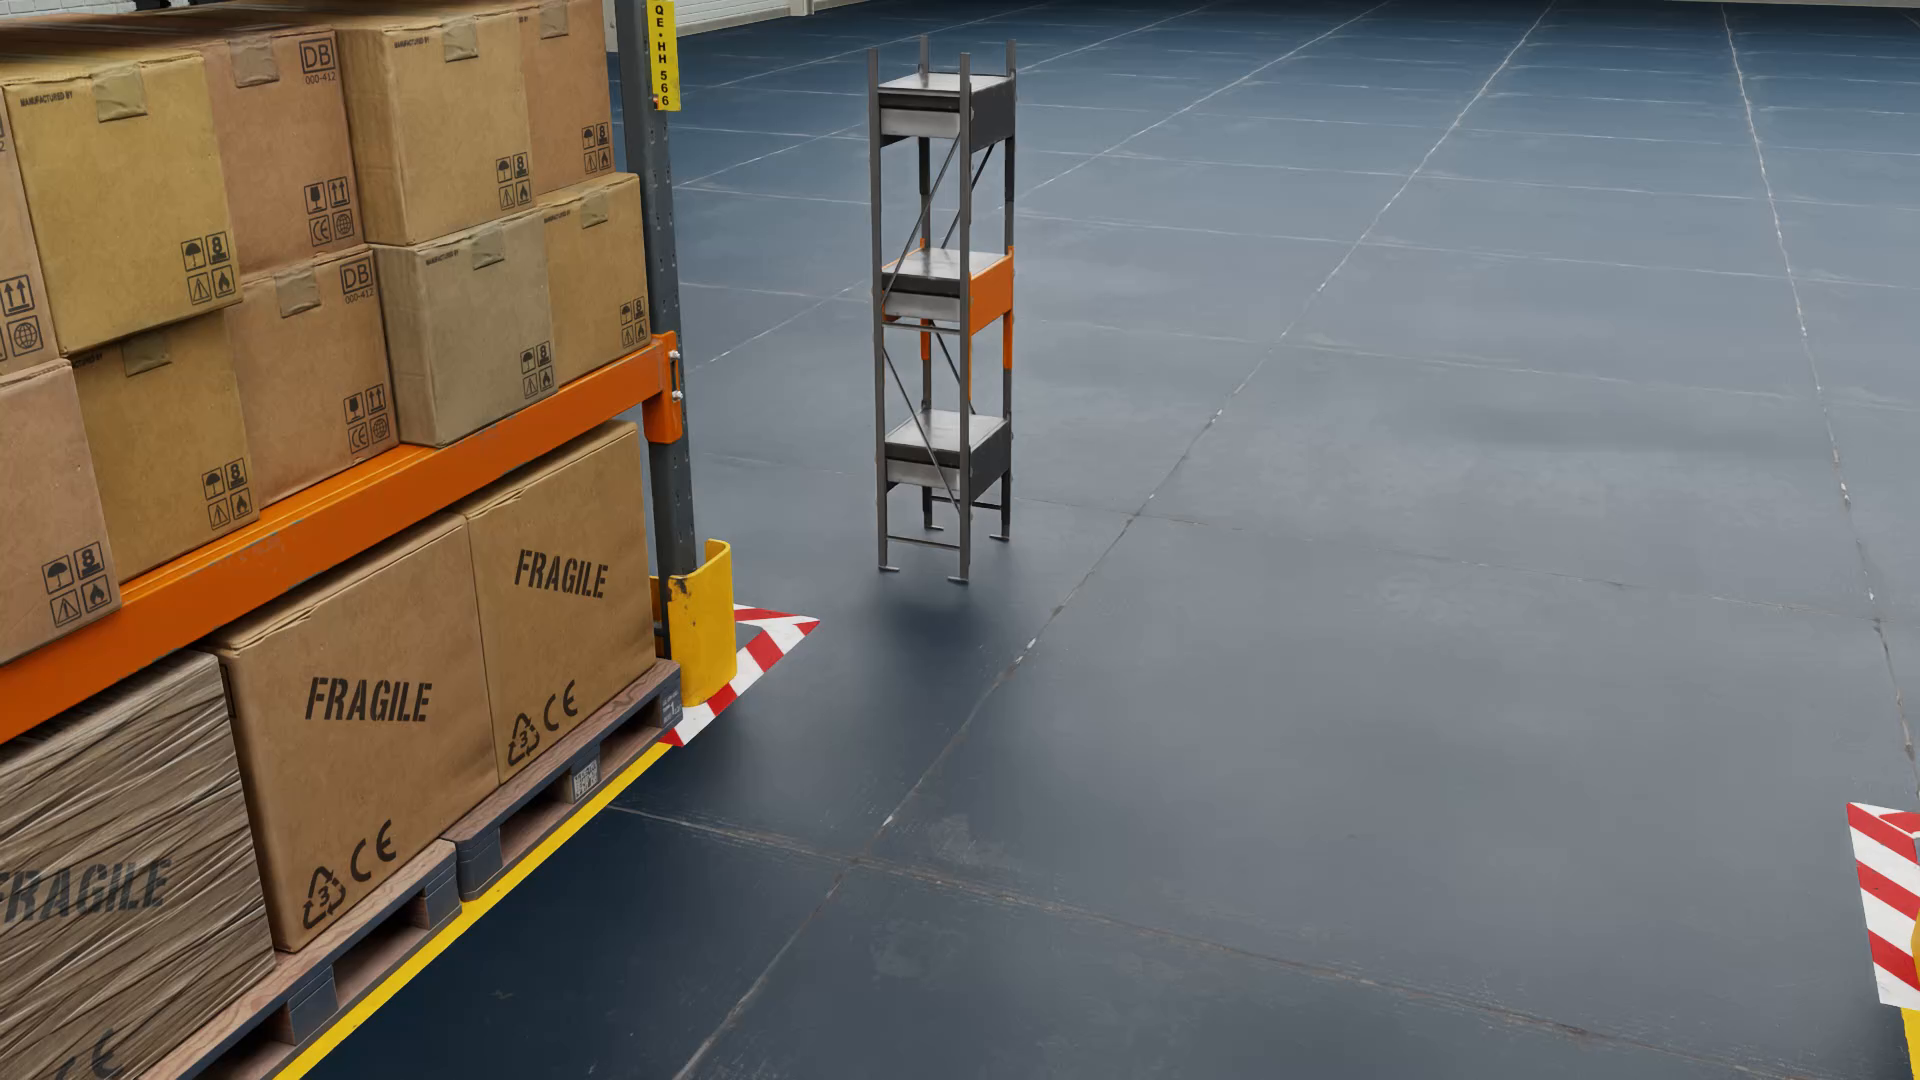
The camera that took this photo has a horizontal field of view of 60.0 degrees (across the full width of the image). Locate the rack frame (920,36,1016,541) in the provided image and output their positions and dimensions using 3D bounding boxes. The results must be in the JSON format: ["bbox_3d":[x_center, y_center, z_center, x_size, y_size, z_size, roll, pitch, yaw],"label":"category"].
[{"bbox_3d":[0.029,-0.997,6.913,0.400,2.100,0.015,9,24,20],"label":"rack frame"}]

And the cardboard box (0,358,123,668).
[{"bbox_3d":[-2.278,-0.073,3.338,0.875,0.550,0.550,9,24,20],"label":"cardboard box"}]

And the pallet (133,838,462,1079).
[{"bbox_3d":[-2.090,1.094,4.356,1.003,0.211,1.213,9,24,20],"label":"pallet"}]

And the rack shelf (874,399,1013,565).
[{"bbox_3d":[-0.061,-0.251,6.979,0.431,0.518,0.480,9,24,20],"label":"rack shelf"}]

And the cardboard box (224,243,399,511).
[{"bbox_3d":[-2.015,-0.472,4.294,0.875,0.550,0.550,9,24,20],"label":"cardboard box"}]

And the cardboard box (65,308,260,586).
[{"bbox_3d":[-2.174,-0.277,3.826,0.875,0.550,0.500,9,24,20],"label":"cardboard box"}]

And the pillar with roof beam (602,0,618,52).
[{"bbox_3d":[-1.067,-10.780,21.382,9.100,9.000,0.400,9,24,20],"label":"pillar with roof beam"}]

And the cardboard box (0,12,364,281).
[{"bbox_3d":[-2.037,-0.974,4.094,0.875,0.550,0.550,9,24,20],"label":"cardboard box"}]

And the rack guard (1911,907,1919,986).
[{"bbox_3d":[3.129,1.002,4.202,1.175,0.500,0.348,9,24,20],"label":"rack guard"}]

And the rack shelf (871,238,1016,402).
[{"bbox_3d":[-0.062,-0.897,6.709,0.431,0.518,0.480,9,24,20],"label":"rack shelf"}]

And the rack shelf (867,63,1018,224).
[{"bbox_3d":[-0.062,-1.543,6.439,0.431,0.518,0.480,9,24,20],"label":"rack shelf"}]

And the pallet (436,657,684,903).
[{"bbox_3d":[-1.635,0.659,5.398,1.003,0.211,1.213,9,24,20],"label":"pallet"}]

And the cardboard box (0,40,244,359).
[{"bbox_3d":[-2.114,-0.766,3.596,0.875,0.550,0.500,9,24,20],"label":"cardboard box"}]

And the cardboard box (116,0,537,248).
[{"bbox_3d":[-1.703,-1.155,4.528,0.875,0.550,0.550,9,24,20],"label":"cardboard box"}]

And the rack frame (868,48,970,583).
[{"bbox_3d":[-0.152,-0.822,6.494,0.400,2.100,0.015,9,24,20],"label":"rack frame"}]

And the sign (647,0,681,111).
[{"bbox_3d":[-0.912,-1.486,5.105,0.100,0.325,0.005,9,24,20],"label":"sign"}]

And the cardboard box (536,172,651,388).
[{"bbox_3d":[-1.507,-0.855,5.210,0.875,0.550,0.550,9,24,20],"label":"cardboard box"}]

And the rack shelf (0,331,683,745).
[{"bbox_3d":[-2.154,0.123,3.997,1.077,0.370,4.000,9,24,20],"label":"rack shelf"}]

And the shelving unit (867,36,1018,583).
[{"bbox_3d":[-0.062,-0.910,6.703,0.431,2.100,0.503,9,24,20],"label":"shelving unit"}]

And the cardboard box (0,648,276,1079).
[{"bbox_3d":[-2.267,0.755,3.762,0.875,0.875,0.875,9,24,20],"label":"cardboard box"}]

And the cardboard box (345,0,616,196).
[{"bbox_3d":[-1.585,-1.365,5.030,0.875,0.550,0.550,9,24,20],"label":"cardboard box"}]

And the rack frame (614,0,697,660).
[{"bbox_3d":[-1.411,-0.925,5.572,1.000,3.000,0.127,9,24,20],"label":"rack frame"}]

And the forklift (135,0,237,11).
[{"bbox_3d":[-3.335,-1.633,7.357,3.031,2.935,1.130,4,23,11],"label":"forklift"}]

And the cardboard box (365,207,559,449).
[{"bbox_3d":[-1.691,-0.655,4.731,0.875,0.550,0.550,9,24,20],"label":"cardboard box"}]

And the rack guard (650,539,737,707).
[{"bbox_3d":[-1.402,0.220,6.074,1.175,0.500,0.348,9,24,20],"label":"rack guard"}]

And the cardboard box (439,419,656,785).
[{"bbox_3d":[-1.601,0.114,5.297,0.875,0.875,0.875,9,24,20],"label":"cardboard box"}]

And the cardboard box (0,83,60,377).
[{"bbox_3d":[-2.303,-0.575,3.139,0.875,0.550,0.550,9,24,20],"label":"cardboard box"}]

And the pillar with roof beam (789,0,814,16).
[{"bbox_3d":[1.162,-12.927,26.522,9.100,9.000,0.400,9,24,20],"label":"pillar with roof beam"}]

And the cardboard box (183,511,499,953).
[{"bbox_3d":[-1.926,0.429,4.542,0.875,0.875,0.875,8,24,19],"label":"cardboard box"}]
